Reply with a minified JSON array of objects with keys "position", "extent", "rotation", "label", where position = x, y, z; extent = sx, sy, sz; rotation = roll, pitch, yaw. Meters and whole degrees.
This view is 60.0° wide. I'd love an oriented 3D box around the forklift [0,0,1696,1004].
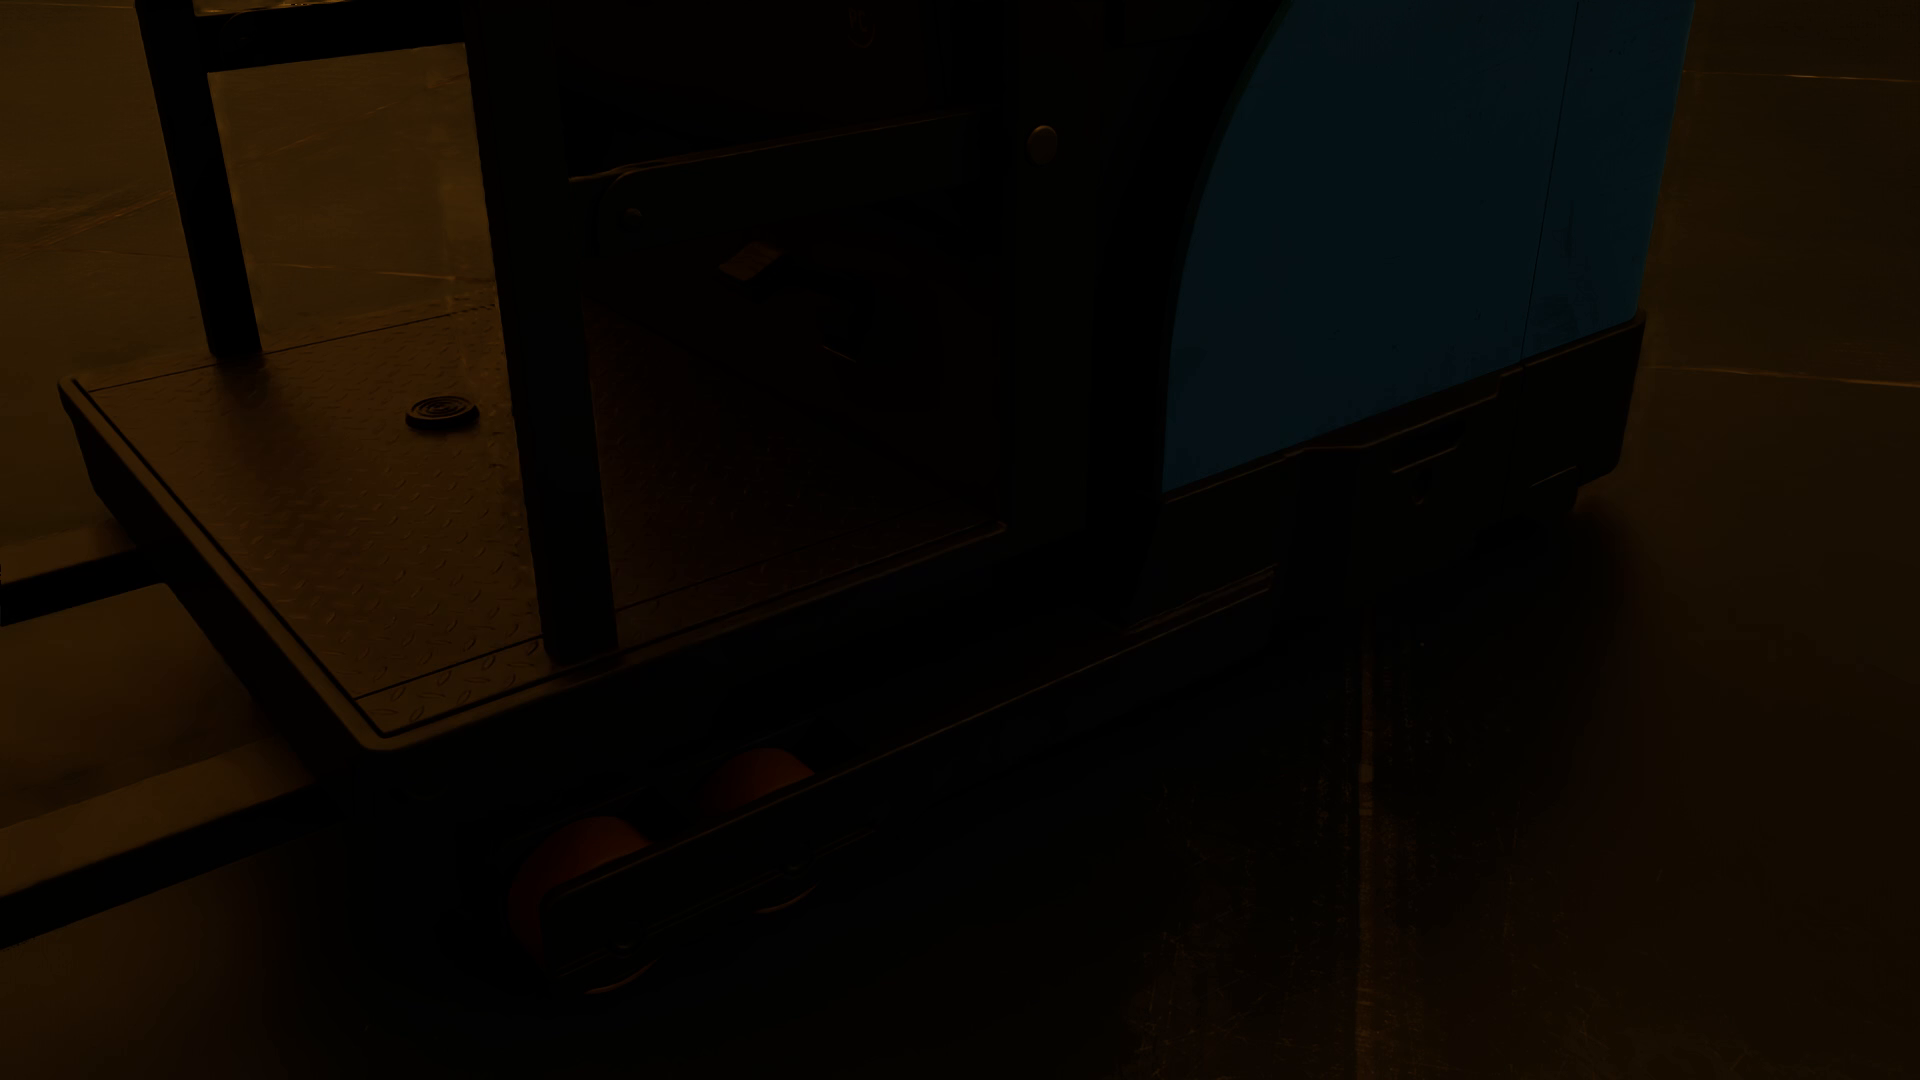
[{"position":[-0.442,-1.136,1.498],"extent":[3.031,2.935,1.130],"rotation":[-20,33,-34],"label":"forklift"}]
